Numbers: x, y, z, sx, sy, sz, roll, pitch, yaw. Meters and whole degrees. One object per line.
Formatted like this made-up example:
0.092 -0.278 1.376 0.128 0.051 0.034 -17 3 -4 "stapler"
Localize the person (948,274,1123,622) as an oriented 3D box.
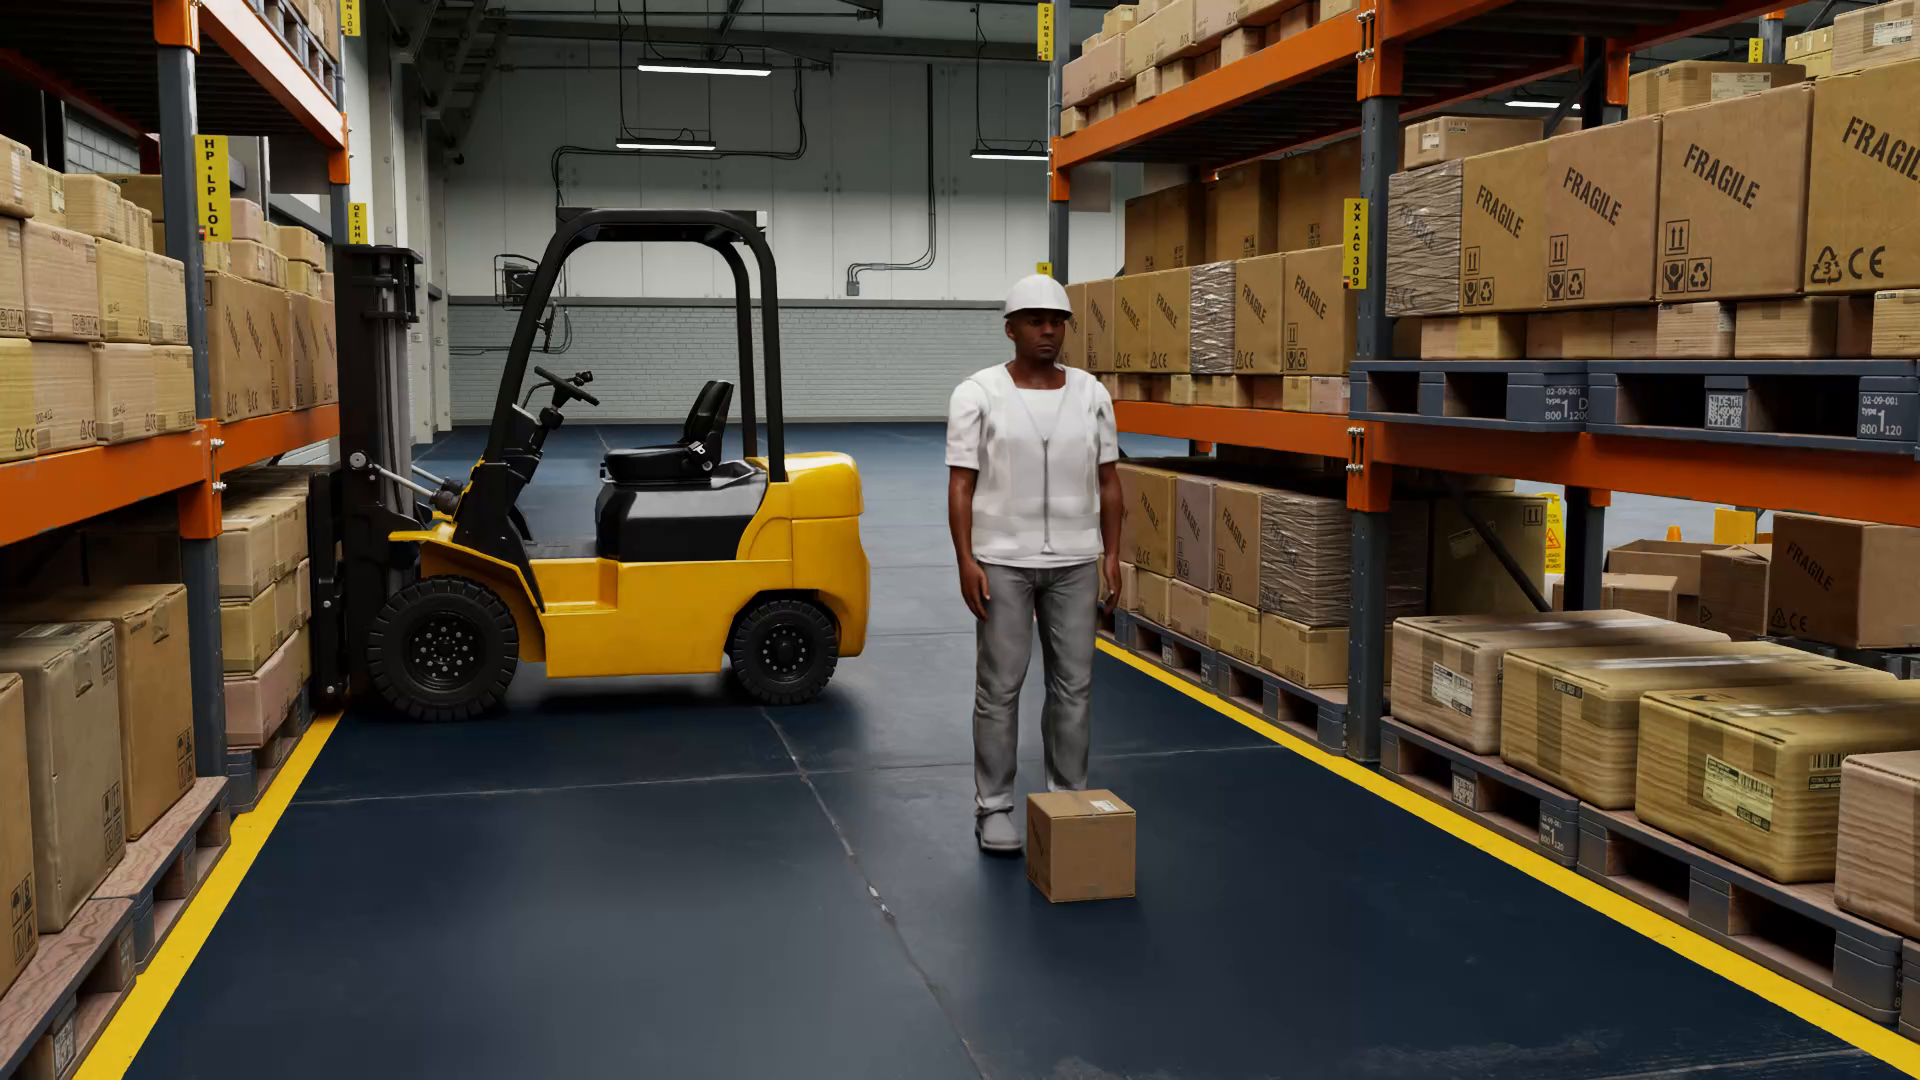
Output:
0.239 -0.284 5.139 0.560 1.065 0.344 -1 6 -13 "person"
